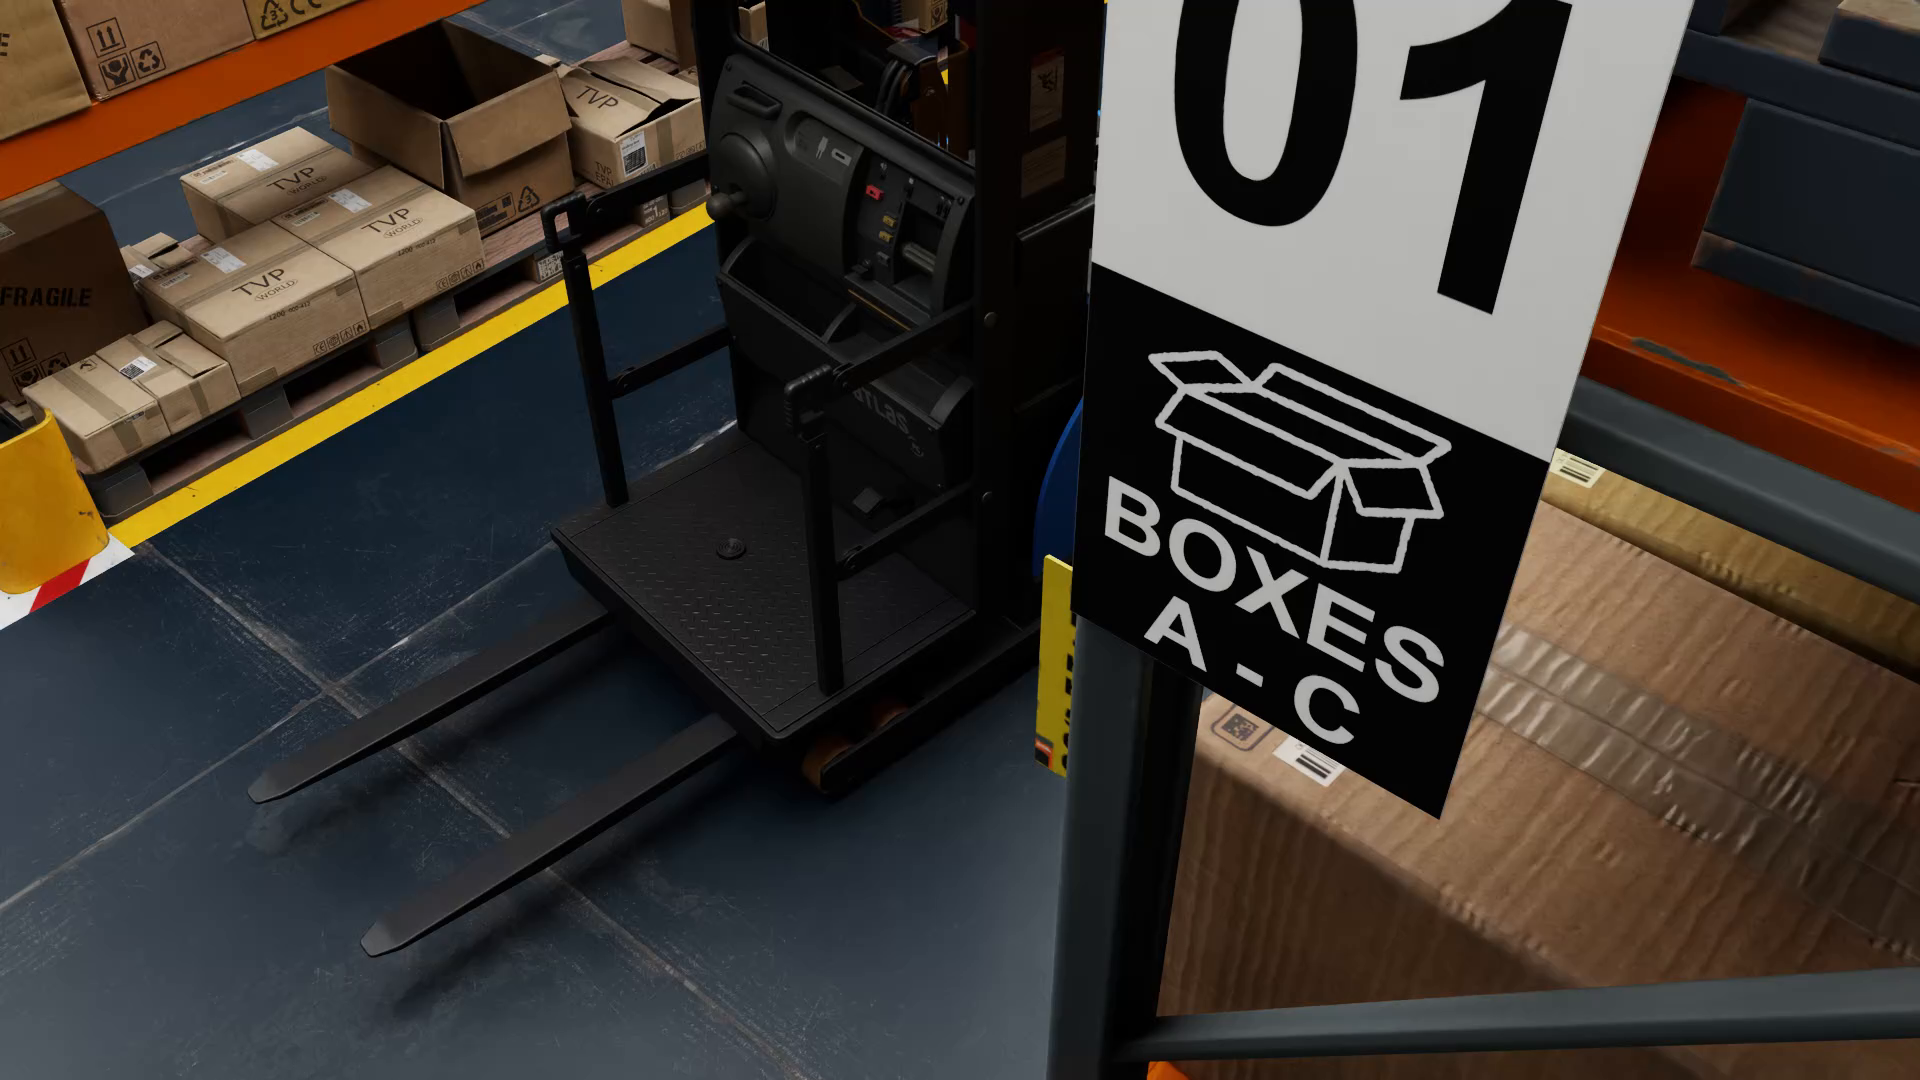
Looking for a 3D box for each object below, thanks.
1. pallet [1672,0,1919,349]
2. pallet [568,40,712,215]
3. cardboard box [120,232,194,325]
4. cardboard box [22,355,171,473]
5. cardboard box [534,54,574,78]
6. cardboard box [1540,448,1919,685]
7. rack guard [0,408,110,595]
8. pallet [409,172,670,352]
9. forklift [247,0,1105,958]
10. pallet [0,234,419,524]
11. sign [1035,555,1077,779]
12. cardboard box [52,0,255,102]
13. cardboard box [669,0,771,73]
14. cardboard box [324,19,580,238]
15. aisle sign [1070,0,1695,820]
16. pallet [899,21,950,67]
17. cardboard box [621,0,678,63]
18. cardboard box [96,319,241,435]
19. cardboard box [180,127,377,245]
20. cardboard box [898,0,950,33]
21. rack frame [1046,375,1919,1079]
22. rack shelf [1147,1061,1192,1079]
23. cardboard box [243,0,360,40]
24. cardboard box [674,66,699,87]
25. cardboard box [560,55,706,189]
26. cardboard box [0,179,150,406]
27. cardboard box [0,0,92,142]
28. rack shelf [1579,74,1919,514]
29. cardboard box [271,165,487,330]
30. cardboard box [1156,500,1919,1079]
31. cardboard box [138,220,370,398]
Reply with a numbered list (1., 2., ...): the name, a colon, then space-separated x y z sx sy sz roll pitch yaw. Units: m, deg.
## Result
1. pallet: 1.003 -0.548 1.460 1.003 0.211 1.213 29 50 28
2. pallet: -1.129 -1.902 7.185 1.003 0.211 1.213 29 50 28
3. cardboard box: -2.770 -0.898 5.787 0.380 0.166 0.250 29 50 28
4. cardboard box: -2.728 -0.403 5.255 0.380 0.149 0.250 29 50 28
5. cardboard box: -1.671 -1.830 6.812 0.380 0.166 0.250 29 50 28
6. cardboard box: 1.314 0.158 2.624 0.980 0.700 0.700 29 50 28
7. rack guard: -3.212 -0.342 5.254 1.175 0.500 0.348 29 50 28
8. pallet: -1.914 -1.271 6.491 1.003 0.211 1.213 29 50 28
9. forklift: -0.467 -0.801 3.952 3.031 2.935 1.130 -31 51 -30
10. pallet: -2.699 -0.646 5.804 1.003 0.211 1.213 29 50 28
11. sign: 0.127 0.157 1.811 0.100 0.325 0.005 29 50 28
12. cardboard box: -2.445 -1.647 4.757 0.500 0.500 0.500 29 50 28
13. cardboard box: -0.836 -2.109 6.871 0.500 0.500 0.500 29 50 28
14. cardboard box: -1.891 -1.557 6.261 0.797 0.503 0.637 29 50 28
15. aisle sign: 0.257 -0.140 1.241 0.394 0.787 0.004 29 50 28
16. pallet: -0.192 -2.691 8.053 1.003 0.211 1.213 29 50 28
17. cardboard box: -1.122 -2.333 7.258 0.500 0.311 0.500 29 50 28
18. cardboard box: -2.567 -0.538 5.391 0.380 0.166 0.250 29 50 28
19. cardboard box: -2.465 -1.236 6.096 0.500 0.250 0.500 29 50 28
20. cardboard box: -0.189 -2.669 7.487 0.500 0.500 0.500 27 49 27
21. rack frame: 0.533 0.915 2.014 1.000 3.000 0.127 29 50 28
22. rack shelf: 1.820 0.151 3.389 1.077 0.370 4.000 29 50 28
23. cardboard box: -2.120 -1.904 5.040 0.500 0.500 0.500 29 50 28
24. cardboard box: -1.031 -1.760 6.748 0.380 0.149 0.250 29 50 28
25. cardboard box: -1.319 -1.653 6.510 0.500 0.311 0.500 29 50 28
26. cardboard box: -3.099 -0.852 5.489 0.500 0.500 0.500 29 50 28
27. cardboard box: -2.773 -1.379 4.463 0.500 0.500 0.500 31 50 29
28. rack shelf: 1.820 -0.958 2.379 1.077 0.370 4.000 29 50 28
29. cardboard box: -2.050 -1.045 5.887 0.500 0.250 0.500 29 50 28
30. cardboard box: 0.854 0.537 2.207 0.980 0.700 0.700 32 51 30
31. cardboard box: -2.372 -0.788 5.604 0.500 0.250 0.500 29 50 28
